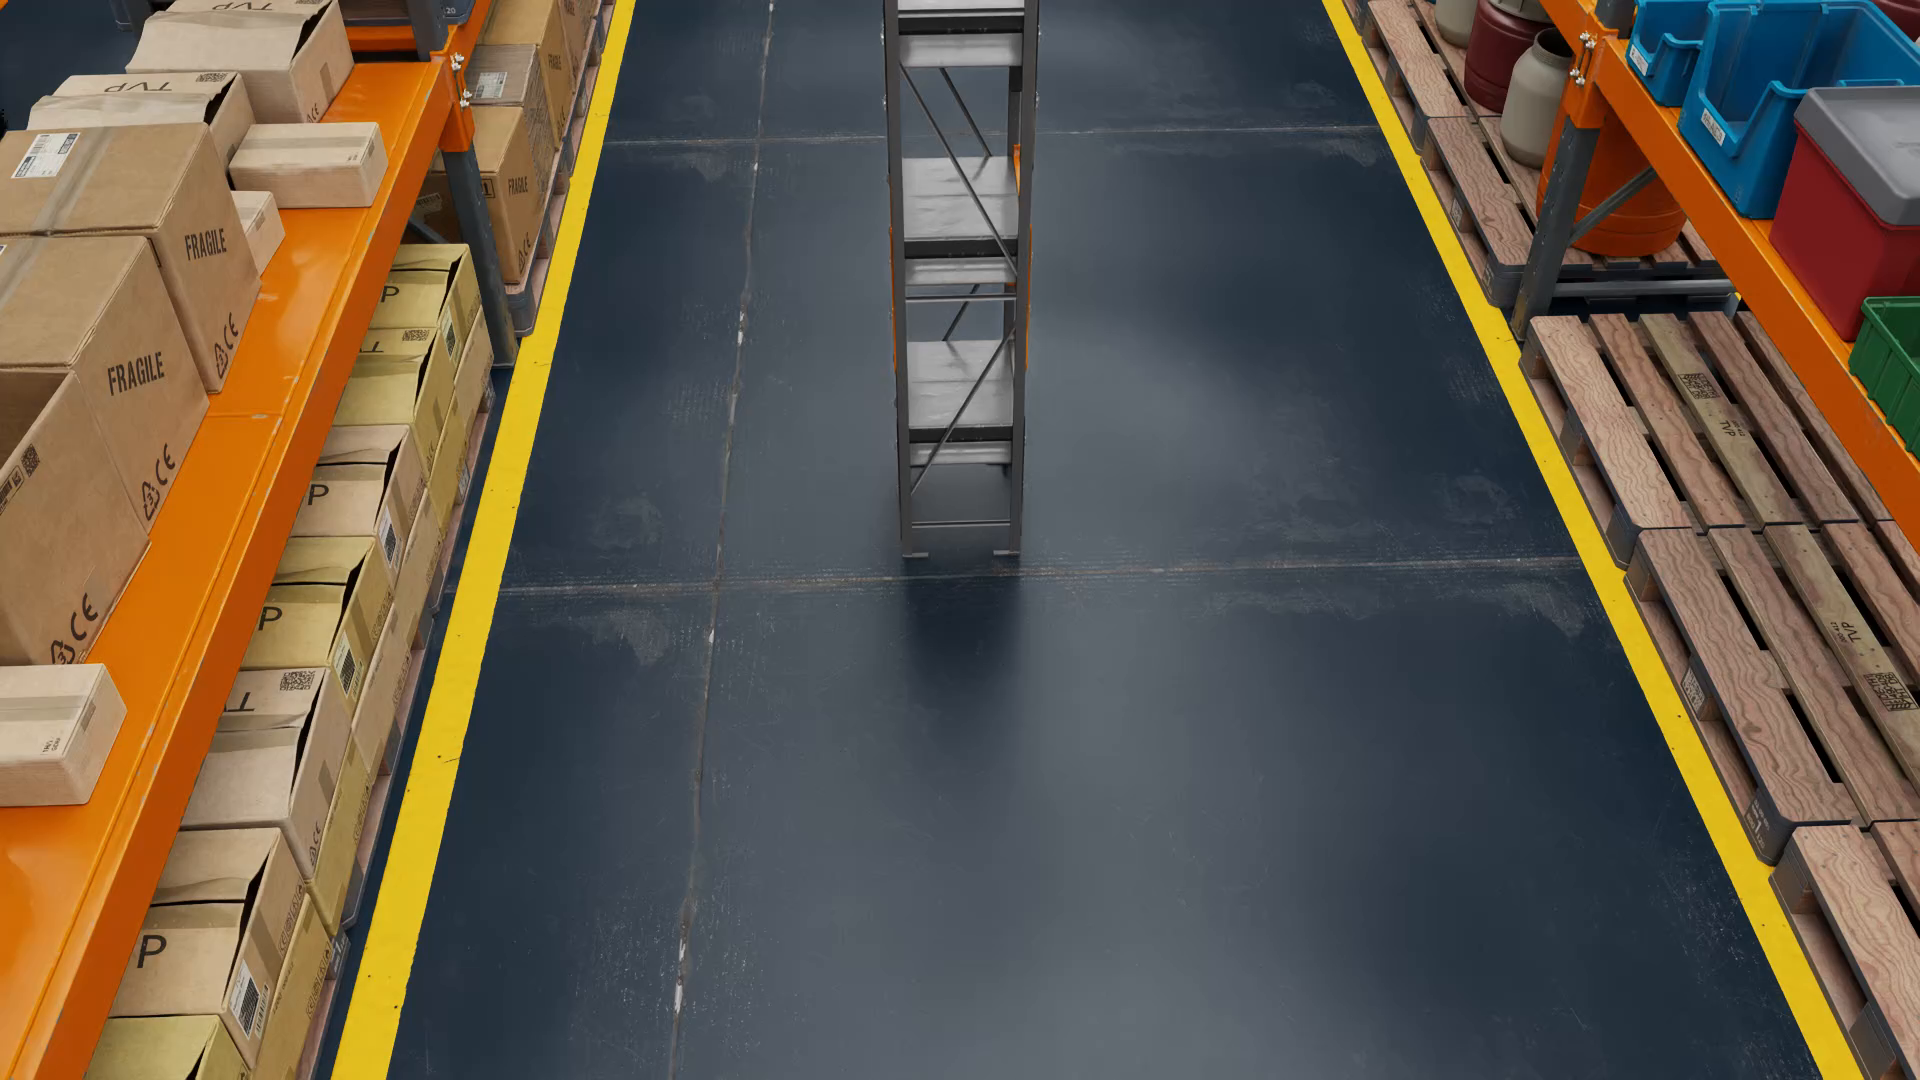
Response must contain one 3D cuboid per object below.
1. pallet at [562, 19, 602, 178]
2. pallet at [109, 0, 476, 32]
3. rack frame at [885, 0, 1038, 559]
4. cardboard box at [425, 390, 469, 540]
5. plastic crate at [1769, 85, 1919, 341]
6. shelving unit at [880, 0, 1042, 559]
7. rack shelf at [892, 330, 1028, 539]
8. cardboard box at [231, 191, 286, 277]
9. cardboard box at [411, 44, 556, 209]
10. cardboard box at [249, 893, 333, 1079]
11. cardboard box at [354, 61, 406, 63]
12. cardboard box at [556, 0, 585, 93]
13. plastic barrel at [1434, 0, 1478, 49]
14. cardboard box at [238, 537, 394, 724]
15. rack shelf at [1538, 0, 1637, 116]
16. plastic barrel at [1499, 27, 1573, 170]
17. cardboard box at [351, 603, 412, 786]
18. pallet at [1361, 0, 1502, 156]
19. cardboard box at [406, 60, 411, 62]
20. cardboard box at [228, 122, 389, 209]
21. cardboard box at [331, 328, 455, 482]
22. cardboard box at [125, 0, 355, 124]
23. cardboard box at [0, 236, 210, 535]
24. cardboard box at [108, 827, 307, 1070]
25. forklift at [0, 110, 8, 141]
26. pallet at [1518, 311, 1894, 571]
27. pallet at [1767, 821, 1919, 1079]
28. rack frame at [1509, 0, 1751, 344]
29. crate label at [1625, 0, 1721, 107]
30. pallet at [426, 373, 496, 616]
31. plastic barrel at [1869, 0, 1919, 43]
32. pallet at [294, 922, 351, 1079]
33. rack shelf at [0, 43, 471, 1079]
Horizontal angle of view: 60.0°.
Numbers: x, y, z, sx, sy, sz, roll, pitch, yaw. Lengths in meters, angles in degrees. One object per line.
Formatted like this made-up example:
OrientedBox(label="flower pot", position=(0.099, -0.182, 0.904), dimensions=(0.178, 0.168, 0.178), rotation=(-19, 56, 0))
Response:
OrientedBox(label="pallet", position=(-2.281, -2.100, 7.885), dimensions=(1.003, 0.211, 1.213), rotation=(-2, 43, -2))
OrientedBox(label="pallet", position=(-2.337, -2.186, 6.057), dimensions=(1.213, 0.211, 1.003), rotation=(-2, 43, -2))
OrientedBox(label="rack frame", position=(0.003, -0.721, 4.983), dimensions=(0.400, 2.100, 0.015), rotation=(-2, 43, -2))
OrientedBox(label="cardboard box", position=(-1.947, -0.246, 5.523), dimensions=(0.500, 0.250, 0.500), rotation=(-2, 43, -2))
OrientedBox(label="plastic crate", position=(2.473, -0.865, 4.426), dimensions=(0.402, 0.464, 0.583), rotation=(-2, 43, -2))
OrientedBox(label="shelving unit", position=(-0.007, -0.886, 5.162), dimensions=(0.431, 2.100, 0.503), rotation=(-2, 43, -2))
OrientedBox(label="rack shelf", position=(-0.007, -0.360, 5.645), dimensions=(0.431, 0.518, 0.480), rotation=(-2, 43, -2))
OrientedBox(label="cardboard box", position=(-2.128, -0.849, 4.643), dimensions=(0.380, 0.149, 0.250), rotation=(1, 43, 1))
OrientedBox(label="cardboard box", position=(-2.000, -1.711, 6.921), dimensions=(0.500, 0.500, 0.500), rotation=(-3, 43, -3))
OrientedBox(label="cardboard box", position=(-1.859, 1.133, 4.018), dimensions=(0.500, 0.250, 0.500), rotation=(-1, 43, -1))
OrientedBox(label="cardboard box", position=(-2.519, -1.981, 6.661), dimensions=(0.500, 0.250, 0.500), rotation=(0, 43, 0))
OrientedBox(label="cardboard box", position=(-2.044, -2.402, 7.675), dimensions=(0.500, 0.500, 0.500), rotation=(-3, 43, -3))
OrientedBox(label="plastic barrel", position=(2.511, -2.649, 7.951), dimensions=(0.421, 0.512, 0.421), rotation=(0, 43, 0))
OrientedBox(label="cardboard box", position=(-1.904, 0.227, 4.591), dimensions=(0.500, 0.311, 0.500), rotation=(-1, 43, -1))
OrientedBox(label="rack shelf", position=(2.626, -3.026, 7.364), dimensions=(1.077, 0.370, 4.000), rotation=(-2, 43, -2))
OrientedBox(label="plastic barrel", position=(2.559, -1.887, 7.119), dimensions=(0.421, 0.512, 0.421), rotation=(0, 43, 0))
OrientedBox(label="cardboard box", position=(-1.904, 0.440, 4.774), dimensions=(0.500, 0.250, 0.500), rotation=(-1, 43, -1))
OrientedBox(label="pallet", position=(2.587, -2.266, 8.065), dimensions=(1.003, 0.211, 1.213), rotation=(-2, 43, -2))
OrientedBox(label="cardboard box", position=(-2.513, -1.667, 6.873), dimensions=(0.500, 0.500, 0.500), rotation=(0, 43, 0))
OrientedBox(label="cardboard box", position=(-1.924, -1.109, 4.926), dimensions=(0.380, 0.149, 0.250), rotation=(-2, 43, -2))
OrientedBox(label="cardboard box", position=(-1.942, -0.452, 5.332), dimensions=(0.500, 0.311, 0.500), rotation=(-2, 43, -2))
OrientedBox(label="cardboard box", position=(-2.267, -1.522, 5.256), dimensions=(0.500, 0.311, 0.500), rotation=(1, 43, 1))
OrientedBox(label="cardboard box", position=(-2.129, -0.350, 3.838), dimensions=(0.500, 0.500, 0.500), rotation=(-2, 43, -2))
OrientedBox(label="cardboard box", position=(-1.853, 0.927, 3.828), dimensions=(0.500, 0.311, 0.500), rotation=(-2, 43, -2))
OrientedBox(label="forklift", position=(-4.832, -2.624, 6.444), dimensions=(1.130, 2.935, 3.031), rotation=(-17, 45, -18))
OrientedBox(label="pallet", position=(2.705, -0.389, 6.018), dimensions=(1.003, 0.211, 1.213), rotation=(-2, 43, -2))
OrientedBox(label="pallet", position=(2.808, 1.258, 4.221), dimensions=(1.003, 0.211, 1.213), rotation=(-2, 43, -2))
OrientedBox(label="rack frame", position=(2.710, -1.941, 5.648), dimensions=(1.000, 3.000, 0.127), rotation=(-2, 43, -2))
OrientedBox(label="crate label", position=(2.354, -1.584, 5.382), dimensions=(0.303, 0.233, 0.416), rotation=(-2, 43, -2))
OrientedBox(label="pallet", position=(-2.243, -0.216, 5.830), dimensions=(1.003, 0.211, 1.213), rotation=(-2, 43, -2))
OrientedBox(label="plastic barrel", position=(3.033, -1.686, 5.269), dimensions=(0.600, 0.536, 0.708), rotation=(-2, 43, -2))
OrientedBox(label="pallet", position=(-2.139, 1.431, 4.033), dimensions=(1.003, 0.211, 1.213), rotation=(-2, 43, -2))
OrientedBox(label="rack shelf", position=(-2.154, -0.186, 4.265), dimensions=(1.077, 0.370, 4.000), rotation=(-2, 43, -2))
